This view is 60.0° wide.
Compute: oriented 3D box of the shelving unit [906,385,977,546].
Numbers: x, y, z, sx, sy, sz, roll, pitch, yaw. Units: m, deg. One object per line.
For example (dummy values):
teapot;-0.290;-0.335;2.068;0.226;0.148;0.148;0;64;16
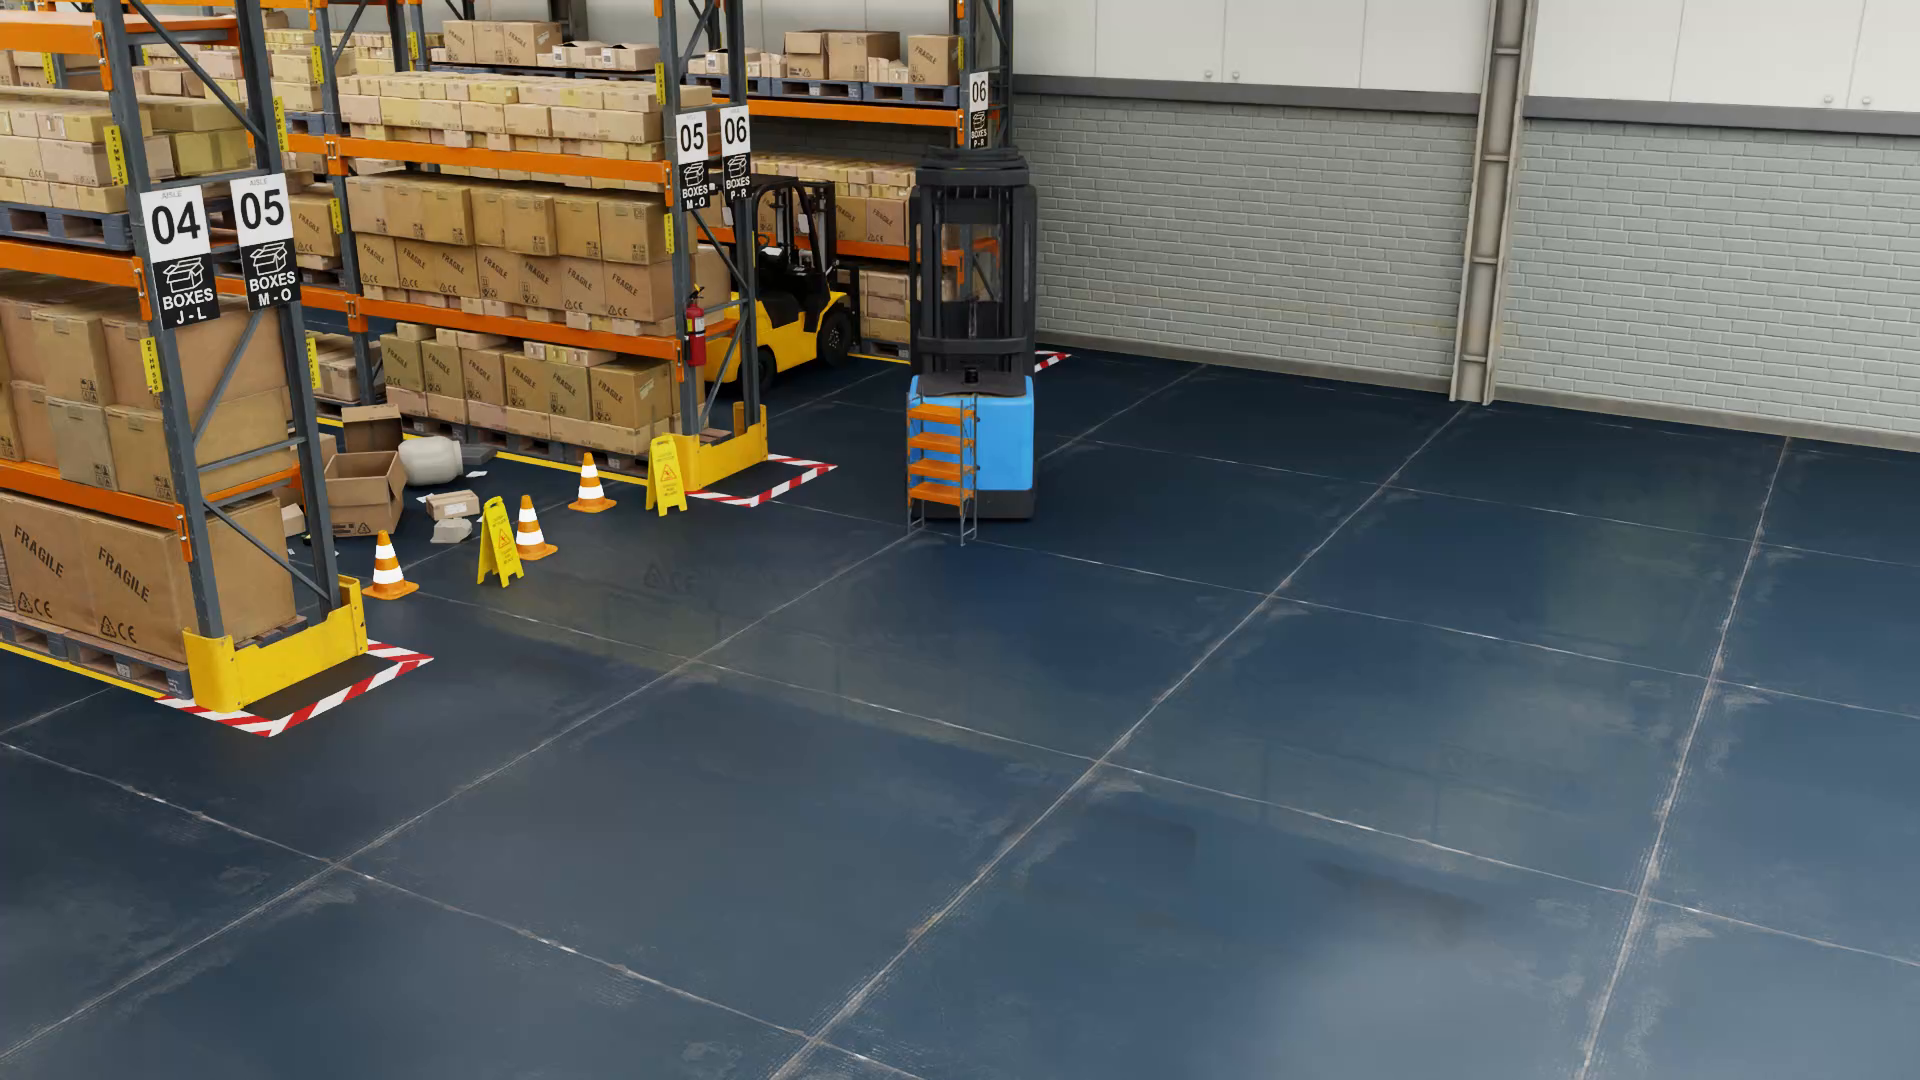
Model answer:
shelving unit;-0.145;-0.592;13.236;0.503;1.200;0.258;11;23;27

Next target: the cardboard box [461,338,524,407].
cardboard box;-4.312;-1.588;15.660;0.500;0.500;0.500;12;23;30

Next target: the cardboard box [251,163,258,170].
cardboard box;-7.546;-3.848;17.423;0.250;0.149;0.380;10;22;25

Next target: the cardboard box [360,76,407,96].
cardboard box;-5.263;-4.164;15.246;0.250;0.149;0.380;12;23;29

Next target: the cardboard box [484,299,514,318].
cardboard box;-4.156;-2.166;15.306;0.250;0.149;0.380;11;23;27

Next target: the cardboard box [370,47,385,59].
cardboard box;-7.555;-6.439;21.954;0.250;0.149;0.380;11;23;28

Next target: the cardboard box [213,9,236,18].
cardboard box;-10.094;-7.207;22.998;0.258;0.266;0.396;11;22;27

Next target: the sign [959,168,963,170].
sign;0.013;-3.991;17.923;0.005;0.325;0.100;11;23;27

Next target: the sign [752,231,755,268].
sign;-1.864;-2.585;14.822;0.005;0.325;0.100;11;23;27

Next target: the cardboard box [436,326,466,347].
cardboard box;-4.707;-1.941;15.684;0.250;0.149;0.380;12;23;29

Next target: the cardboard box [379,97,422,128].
cardboard box;-4.915;-3.923;15.166;0.500;0.250;0.500;11;22;27

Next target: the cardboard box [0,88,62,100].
cardboard box;-6.145;-2.884;10.954;0.250;0.149;0.380;11;23;28

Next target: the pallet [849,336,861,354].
pallet;-1.460;-2.502;19.951;1.213;0.211;1.003;11;23;27

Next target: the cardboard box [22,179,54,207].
cardboard box;-5.354;-2.101;9.966;0.250;0.149;0.380;11;23;28

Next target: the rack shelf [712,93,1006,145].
rack shelf;-1.457;-4.899;19.128;4.000;0.370;1.077;11;23;27

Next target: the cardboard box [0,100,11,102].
cardboard box;-6.023;-2.603;10.181;0.250;0.149;0.380;10;22;27

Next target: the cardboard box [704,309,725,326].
cardboard box;-2.324;-2.016;14.893;0.250;0.149;0.380;11;23;28

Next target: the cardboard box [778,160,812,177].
cardboard box;-1.906;-4.319;19.340;0.250;0.149;0.380;11;23;27

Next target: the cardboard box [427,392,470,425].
cardboard box;-4.765;-1.322;16.028;0.500;0.250;0.500;12;23;30

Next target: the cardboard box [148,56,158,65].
cardboard box;-11.518;-6.938;24.063;0.250;0.149;0.380;12;23;29

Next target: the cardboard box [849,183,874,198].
cardboard box;-1.051;-3.991;18.869;0.250;0.149;0.380;10;22;26

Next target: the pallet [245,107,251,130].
pallet;-7.014;-4.309;16.722;1.003;0.211;1.213;11;23;27

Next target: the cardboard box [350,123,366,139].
cardboard box;-5.466;-3.847;15.542;0.250;0.149;0.380;10;22;26

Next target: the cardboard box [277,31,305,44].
cardboard box;-8.982;-6.792;22.462;0.250;0.149;0.380;11;23;28

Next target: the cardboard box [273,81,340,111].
cardboard box;-6.201;-4.272;15.949;0.500;0.250;0.500;10;22;26

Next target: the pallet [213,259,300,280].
pallet;-7.364;-2.939;17.351;1.213;0.211;1.003;11;23;27

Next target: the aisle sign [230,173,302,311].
aisle sign;-4.246;-1.825;10.186;0.004;0.787;0.394;11;23;27

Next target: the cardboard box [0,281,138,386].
cardboard box;-5.707;-1.375;10.952;0.550;0.550;0.875;11;23;27

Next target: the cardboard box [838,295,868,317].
cardboard box;-1.182;-2.788;19.336;0.500;0.250;0.500;10;22;26

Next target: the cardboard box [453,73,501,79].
cardboard box;-4.499;-4.266;15.527;0.250;0.149;0.380;12;23;29

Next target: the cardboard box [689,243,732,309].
cardboard box;-2.406;-2.364;14.901;0.500;0.500;0.500;10;22;26

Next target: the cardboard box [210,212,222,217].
cardboard box;-7.474;-3.331;16.949;0.500;0.500;0.500;10;22;25

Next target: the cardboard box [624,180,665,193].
cardboard box;-3.756;-4.330;20.389;0.500;0.250;0.500;10;22;26

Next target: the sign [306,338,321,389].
sign;-4.178;-1.134;10.707;0.005;0.325;0.100;11;23;27

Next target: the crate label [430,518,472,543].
crate label;-4.094;-0.083;13.393;0.298;0.136;0.250;0;20;-1

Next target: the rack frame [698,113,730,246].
rack frame;-3.203;-4.160;20.433;0.127;3.000;1.000;11;23;27

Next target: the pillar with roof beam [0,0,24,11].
pillar with roof beam;-17.693;-8.410;23.355;0.400;9.000;9.100;11;23;27

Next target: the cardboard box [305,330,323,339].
cardboard box;-7.316;-1.964;17.617;0.625;0.372;0.950;12;23;29

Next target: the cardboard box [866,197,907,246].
cardboard box;-0.717;-3.634;18.838;0.500;0.500;0.500;12;23;29

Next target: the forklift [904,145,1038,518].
forklift;0.115;-2.006;14.597;1.130;2.935;3.031;0;20;1

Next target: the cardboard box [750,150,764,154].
cardboard box;-2.578;-4.634;20.207;0.250;0.149;0.380;10;22;26

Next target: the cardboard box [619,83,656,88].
cardboard box;-2.755;-3.900;14.518;0.250;0.149;0.380;11;23;27

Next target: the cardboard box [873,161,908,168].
cardboard box;-0.800;-4.281;19.233;0.250;0.149;0.380;12;23;29

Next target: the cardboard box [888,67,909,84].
cardboard box;-0.582;-5.078;18.173;0.250;0.149;0.380;10;22;26

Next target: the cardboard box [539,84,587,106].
cardboard box;-3.412;-3.843;14.361;0.250;0.149;0.380;11;23;27

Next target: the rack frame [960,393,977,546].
rack frame;0.069;-0.551;13.125;0.015;1.200;0.240;11;23;27

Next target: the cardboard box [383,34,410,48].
cardboard box;-7.317;-6.536;21.785;0.250;0.149;0.380;10;22;25

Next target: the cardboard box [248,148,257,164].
cardboard box;-9.874;-5.587;23.607;0.500;0.500;0.700;11;23;29

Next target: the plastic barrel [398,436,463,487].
plastic barrel;-4.670;-0.698;14.668;0.512;0.421;0.421;-7;21;-20

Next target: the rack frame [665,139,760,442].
rack frame;-2.128;-2.016;14.524;0.127;3.000;1.000;11;23;27

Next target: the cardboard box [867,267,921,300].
cardboard box;-0.713;-2.936;19.011;0.500;0.250;0.500;11;23;28

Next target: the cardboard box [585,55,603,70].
cardboard box;-4.311;-5.788;20.131;0.250;0.149;0.380;11;23;27

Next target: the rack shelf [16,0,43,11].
rack shelf;-10.858;-5.973;18.277;4.000;0.370;1.077;11;23;27

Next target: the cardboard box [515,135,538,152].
cardboard box;-3.680;-3.505;14.599;0.250;0.149;0.380;10;22;26

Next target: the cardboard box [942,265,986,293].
cardboard box;-0.038;-3.006;19.202;0.500;0.250;0.500;10;22;26
